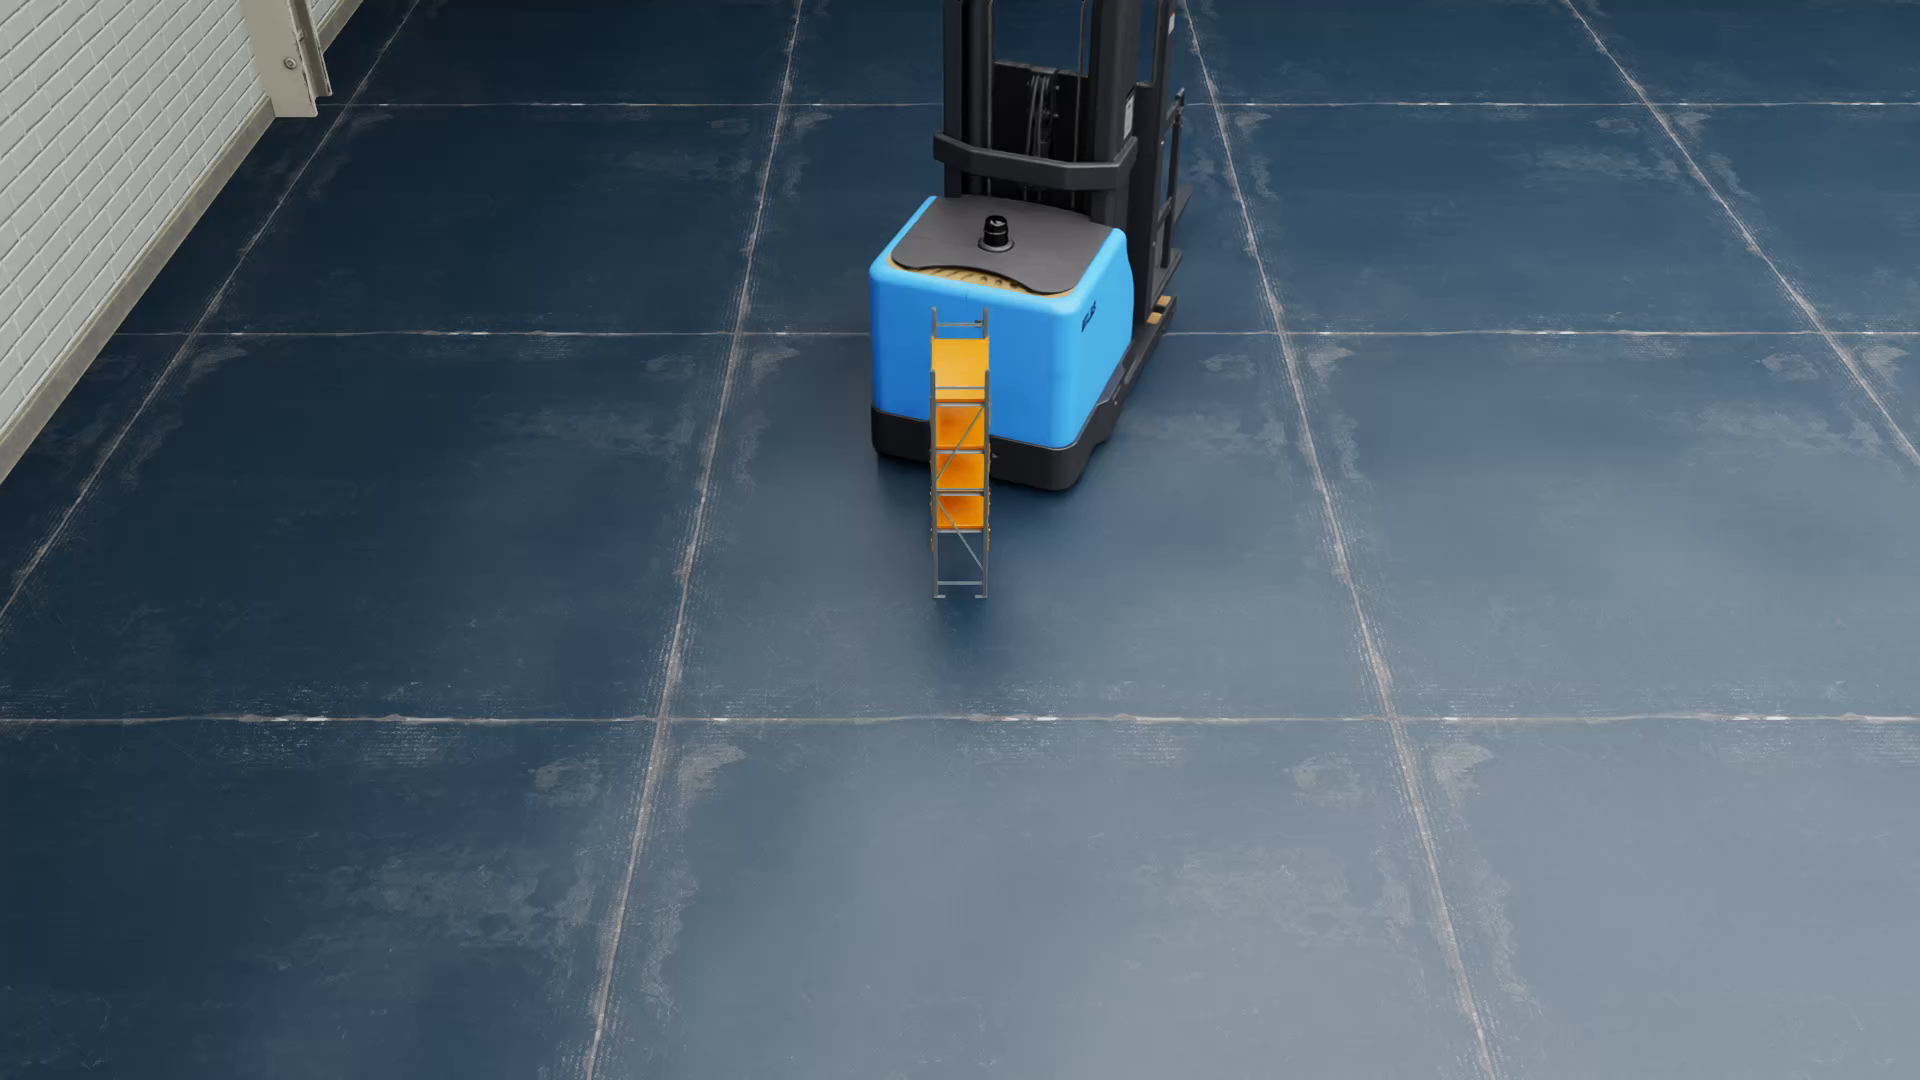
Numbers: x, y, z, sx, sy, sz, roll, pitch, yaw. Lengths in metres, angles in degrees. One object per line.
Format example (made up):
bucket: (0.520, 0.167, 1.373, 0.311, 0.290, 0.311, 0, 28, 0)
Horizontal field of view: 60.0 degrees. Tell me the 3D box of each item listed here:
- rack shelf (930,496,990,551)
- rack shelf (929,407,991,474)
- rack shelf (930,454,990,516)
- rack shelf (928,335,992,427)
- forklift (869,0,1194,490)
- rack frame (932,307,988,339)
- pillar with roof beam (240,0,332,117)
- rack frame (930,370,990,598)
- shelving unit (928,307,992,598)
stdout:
rack shelf: (0.000, -0.157, 7.412, 0.258, 0.148, 0.480, 0, 39, 0)
rack shelf: (0.000, -0.487, 7.148, 0.258, 0.148, 0.480, 0, 39, 0)
rack shelf: (0.000, -0.312, 7.288, 0.258, 0.148, 0.480, 0, 39, 0)
rack shelf: (0.000, -0.671, 7.000, 0.258, 0.148, 0.480, 0, 39, 0)
forklift: (0.560, -2.306, 8.283, 1.130, 2.935, 3.031, 13, 41, 16)
rack frame: (0.000, -0.517, 7.436, 0.240, 1.200, 0.015, 0, 39, 0)
pillar with roof beam: (-0.249, -6.527, 8.699, 9.100, 9.000, 0.400, 0, 39, 0)
rack frame: (0.000, -0.212, 7.055, 0.240, 1.200, 0.015, 0, 39, 0)
shelving unit: (0.000, -0.365, 7.246, 0.258, 1.200, 0.503, 0, 39, 0)
